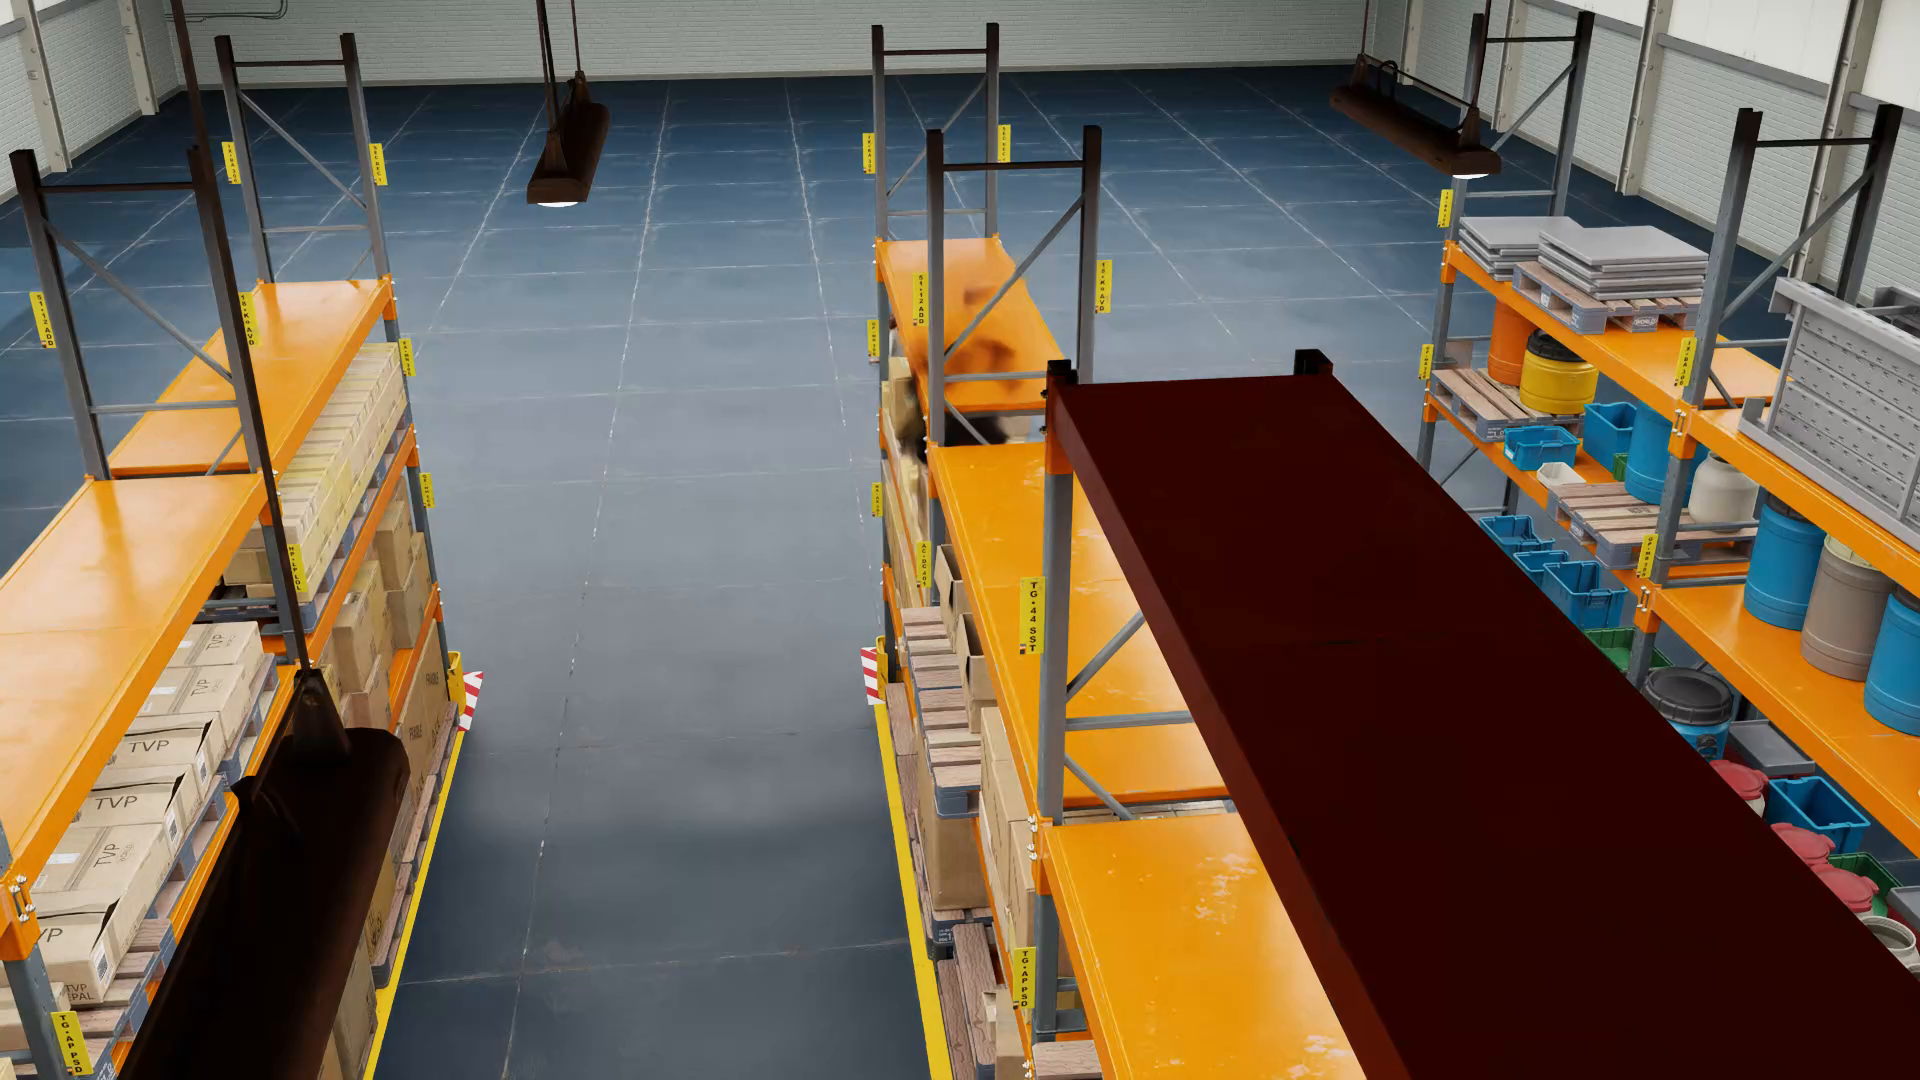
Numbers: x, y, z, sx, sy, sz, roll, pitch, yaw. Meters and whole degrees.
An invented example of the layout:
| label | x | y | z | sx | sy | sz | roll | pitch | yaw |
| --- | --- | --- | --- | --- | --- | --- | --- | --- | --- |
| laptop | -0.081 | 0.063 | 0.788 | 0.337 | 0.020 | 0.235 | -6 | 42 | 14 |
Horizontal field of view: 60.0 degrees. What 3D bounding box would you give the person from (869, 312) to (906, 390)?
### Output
| label | x | y | z | sx | sy | sz | roll | pitch | yaw |
| --- | --- | --- | --- | --- | --- | --- | --- | --- | --- |
| person | -0.886 | -2.163 | 21.227 | 0.530 | 1.567 | 0.545 | 8 | 27 | 16 |
